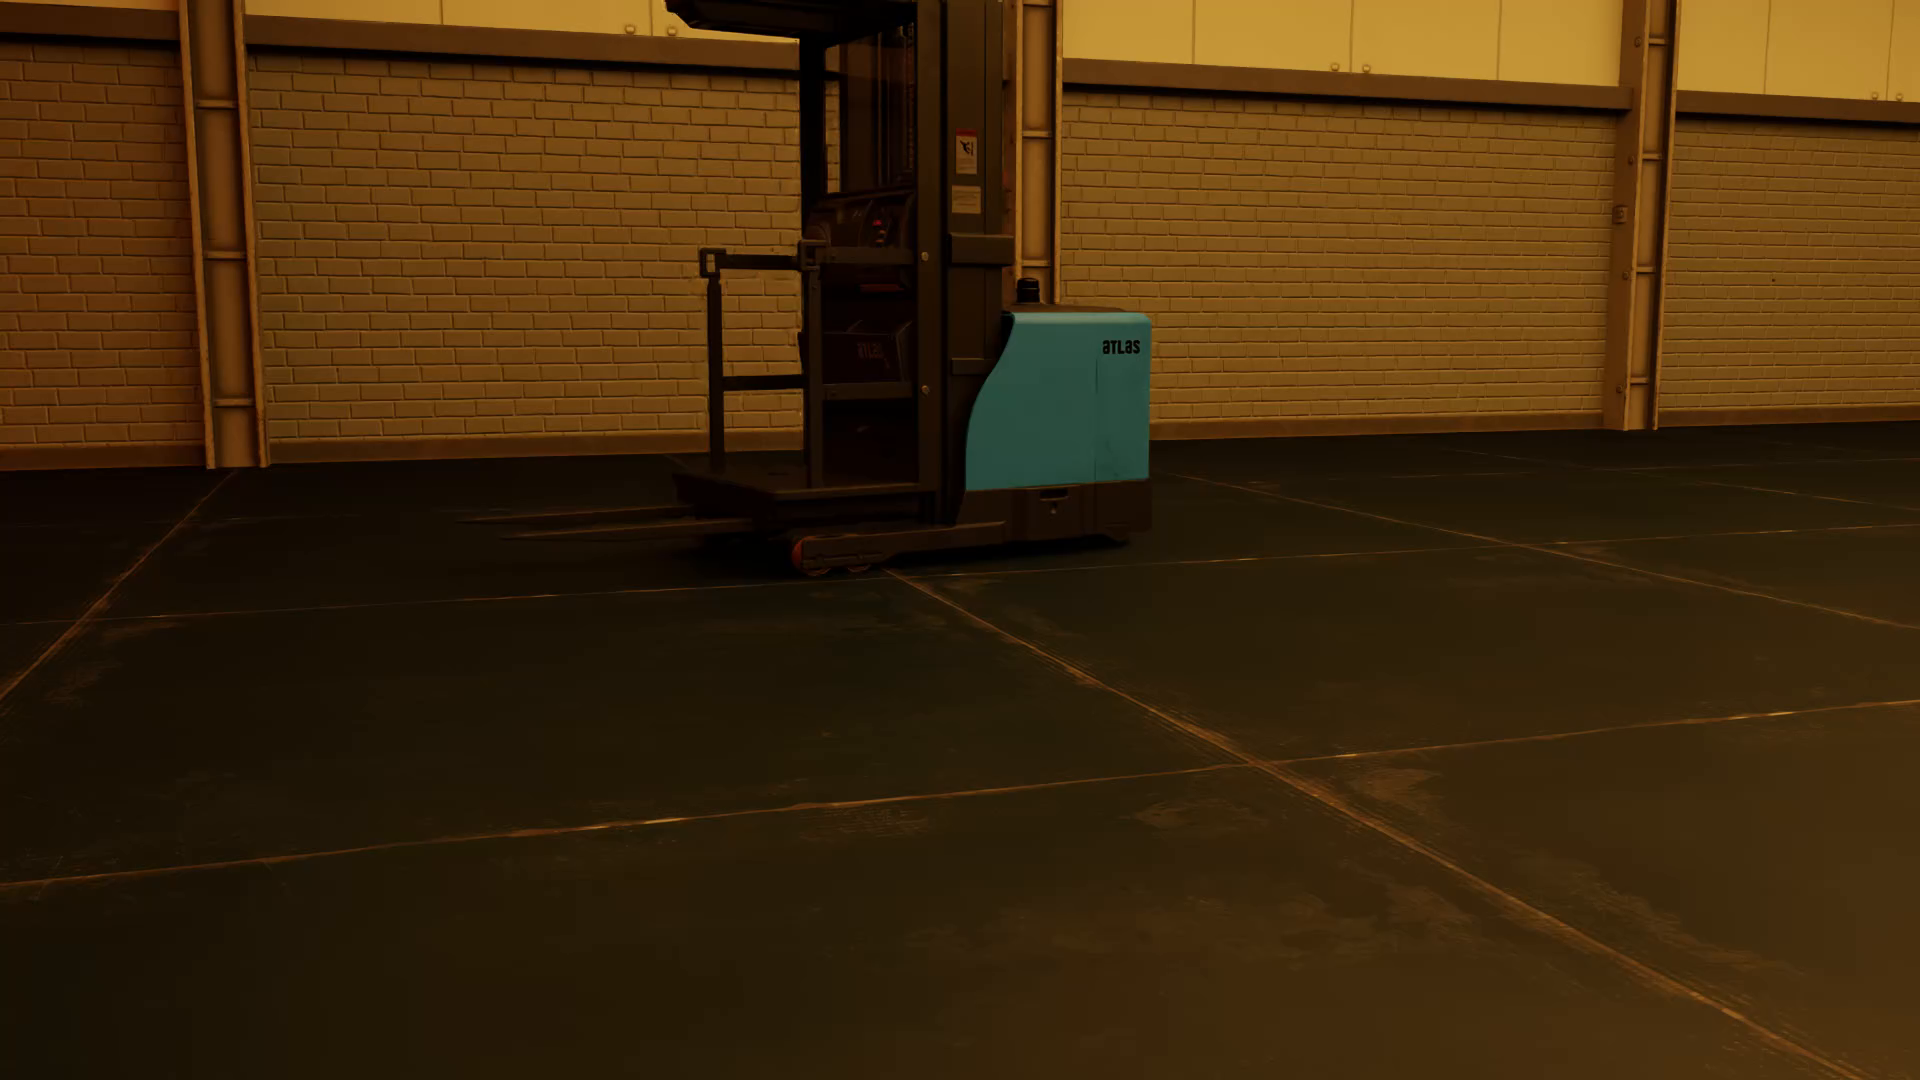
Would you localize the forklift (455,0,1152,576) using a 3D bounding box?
[{"bbox_3d":[-0.629,-1.383,7.217,3.031,2.935,1.130,-5,9,-31],"label":"forklift"}]
